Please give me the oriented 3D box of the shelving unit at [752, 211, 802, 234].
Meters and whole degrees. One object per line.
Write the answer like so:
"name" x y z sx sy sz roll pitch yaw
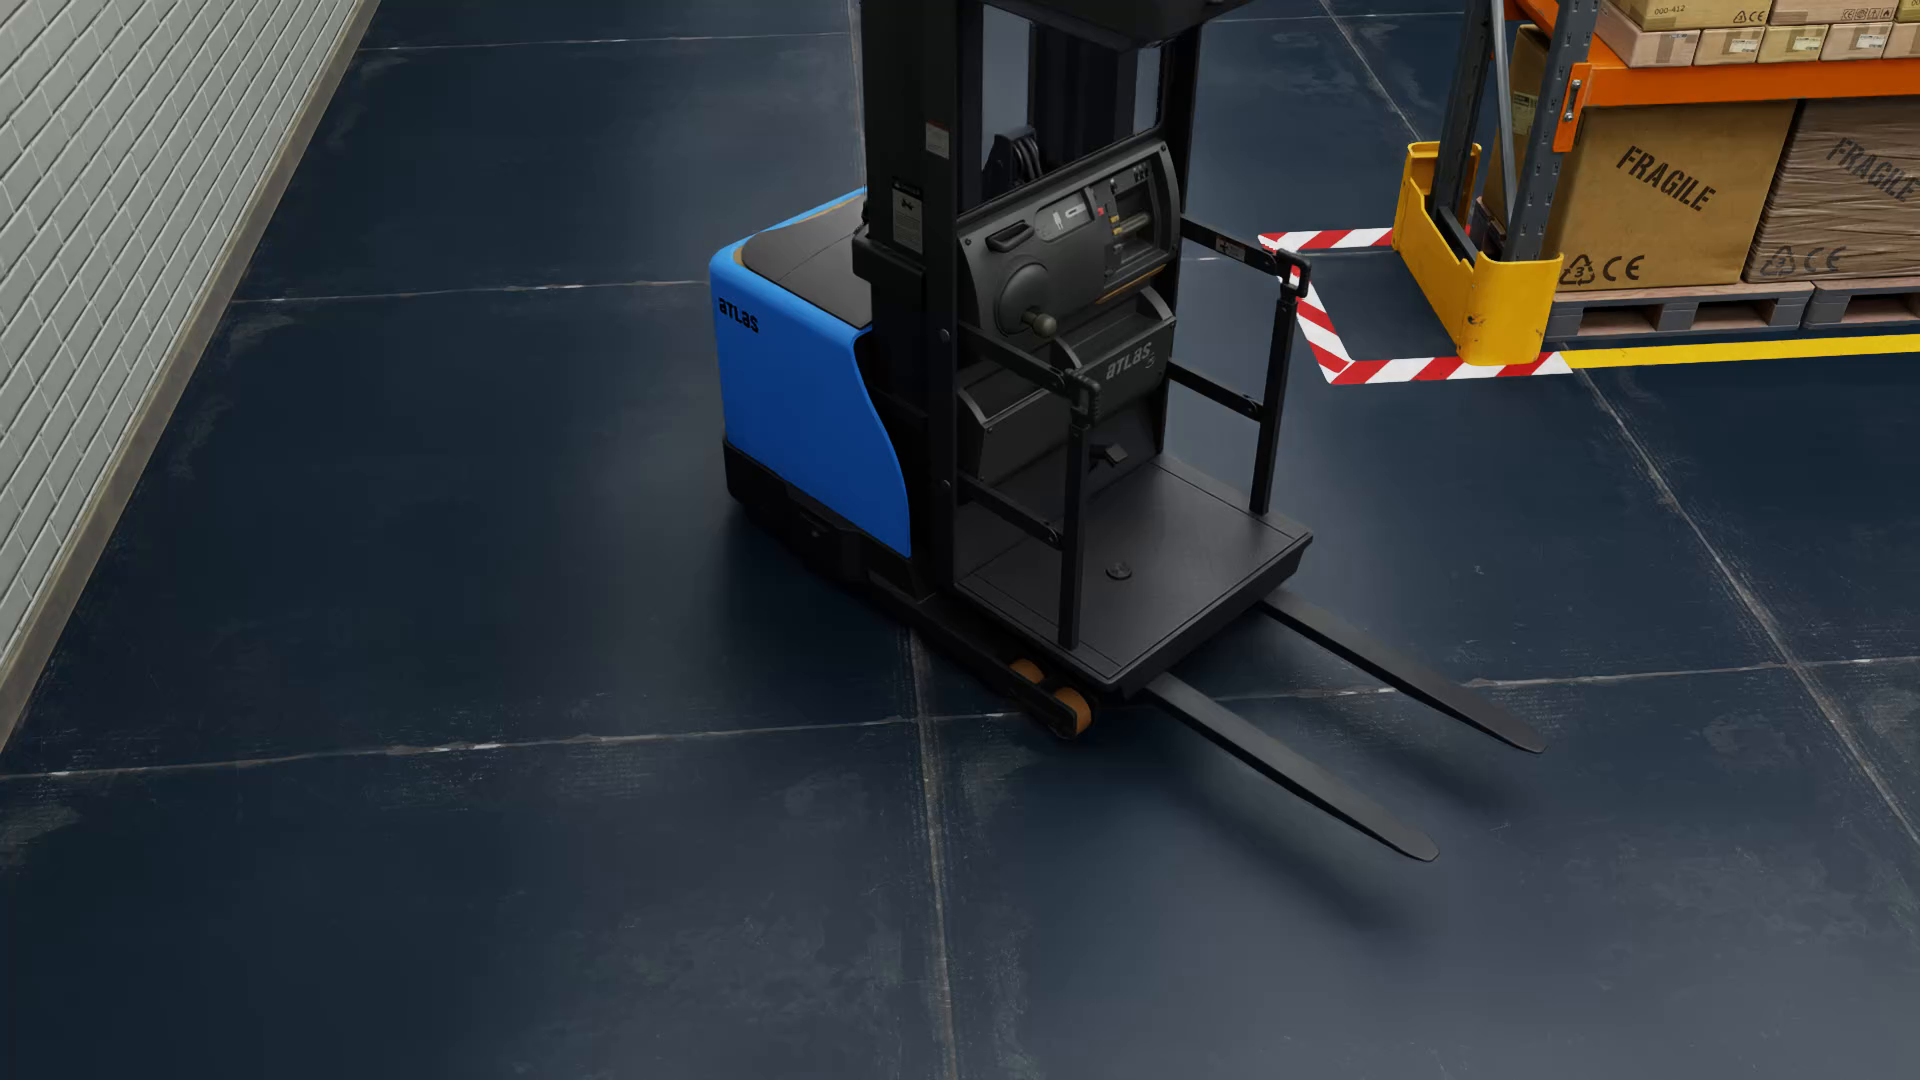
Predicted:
"shelving unit" -0.615 -0.815 6.552 0.258 0.900 0.210 -31 46 -33

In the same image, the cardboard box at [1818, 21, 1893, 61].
"cardboard box" 3.485 -2.060 6.642 0.250 0.149 0.380 -4 38 -5

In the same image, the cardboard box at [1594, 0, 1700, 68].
"cardboard box" 2.715 -2.016 6.586 0.250 0.149 0.380 -3 38 -3

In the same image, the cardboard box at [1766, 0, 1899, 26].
"cardboard box" 3.352 -2.249 6.560 0.500 0.250 0.500 -4 38 -5

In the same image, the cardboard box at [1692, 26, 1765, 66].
"cardboard box" 2.971 -2.031 6.605 0.250 0.149 0.380 -4 38 -5

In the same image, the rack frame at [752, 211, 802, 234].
"rack frame" -0.686 -0.858 6.610 0.240 0.900 0.006 -31 46 -33

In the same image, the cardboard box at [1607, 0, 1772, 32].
"cardboard box" 2.835 -2.216 6.518 0.500 0.250 0.500 -4 38 -5

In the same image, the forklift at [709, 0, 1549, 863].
"forklift" 0.503 -0.868 4.984 1.130 2.935 3.031 -32 48 -34

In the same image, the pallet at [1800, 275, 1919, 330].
"pallet" 4.334 -1.361 7.805 1.213 0.211 1.003 -3 38 -4

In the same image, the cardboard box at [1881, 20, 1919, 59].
"cardboard box" 3.739 -2.073 6.659 0.250 0.149 0.380 -4 38 -5

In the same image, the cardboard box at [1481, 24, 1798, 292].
"cardboard box" 2.963 -1.714 7.377 0.875 0.875 0.875 -3 38 -4

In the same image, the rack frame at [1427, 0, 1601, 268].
"rack frame" 2.332 -2.299 6.742 0.127 3.000 1.000 -3 38 -4

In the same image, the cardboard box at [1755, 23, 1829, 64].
"cardboard box" 3.226 -2.045 6.623 0.250 0.149 0.380 -4 38 -5

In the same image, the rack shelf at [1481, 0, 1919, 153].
"rack shelf" 4.325 -2.126 7.104 4.000 0.370 1.077 -3 38 -4

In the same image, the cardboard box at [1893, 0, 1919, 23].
"cardboard box" 3.853 -2.274 6.592 0.500 0.250 0.500 -4 38 -5

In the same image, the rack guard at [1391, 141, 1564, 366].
"rack guard" 2.309 -1.316 7.514 0.348 0.500 1.175 -3 38 -4

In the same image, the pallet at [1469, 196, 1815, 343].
"pallet" 3.122 -1.296 7.722 1.213 0.211 1.003 -3 38 -4

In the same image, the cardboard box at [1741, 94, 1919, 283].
"cardboard box" 3.869 -1.764 7.440 0.875 0.875 0.875 -3 38 -4
